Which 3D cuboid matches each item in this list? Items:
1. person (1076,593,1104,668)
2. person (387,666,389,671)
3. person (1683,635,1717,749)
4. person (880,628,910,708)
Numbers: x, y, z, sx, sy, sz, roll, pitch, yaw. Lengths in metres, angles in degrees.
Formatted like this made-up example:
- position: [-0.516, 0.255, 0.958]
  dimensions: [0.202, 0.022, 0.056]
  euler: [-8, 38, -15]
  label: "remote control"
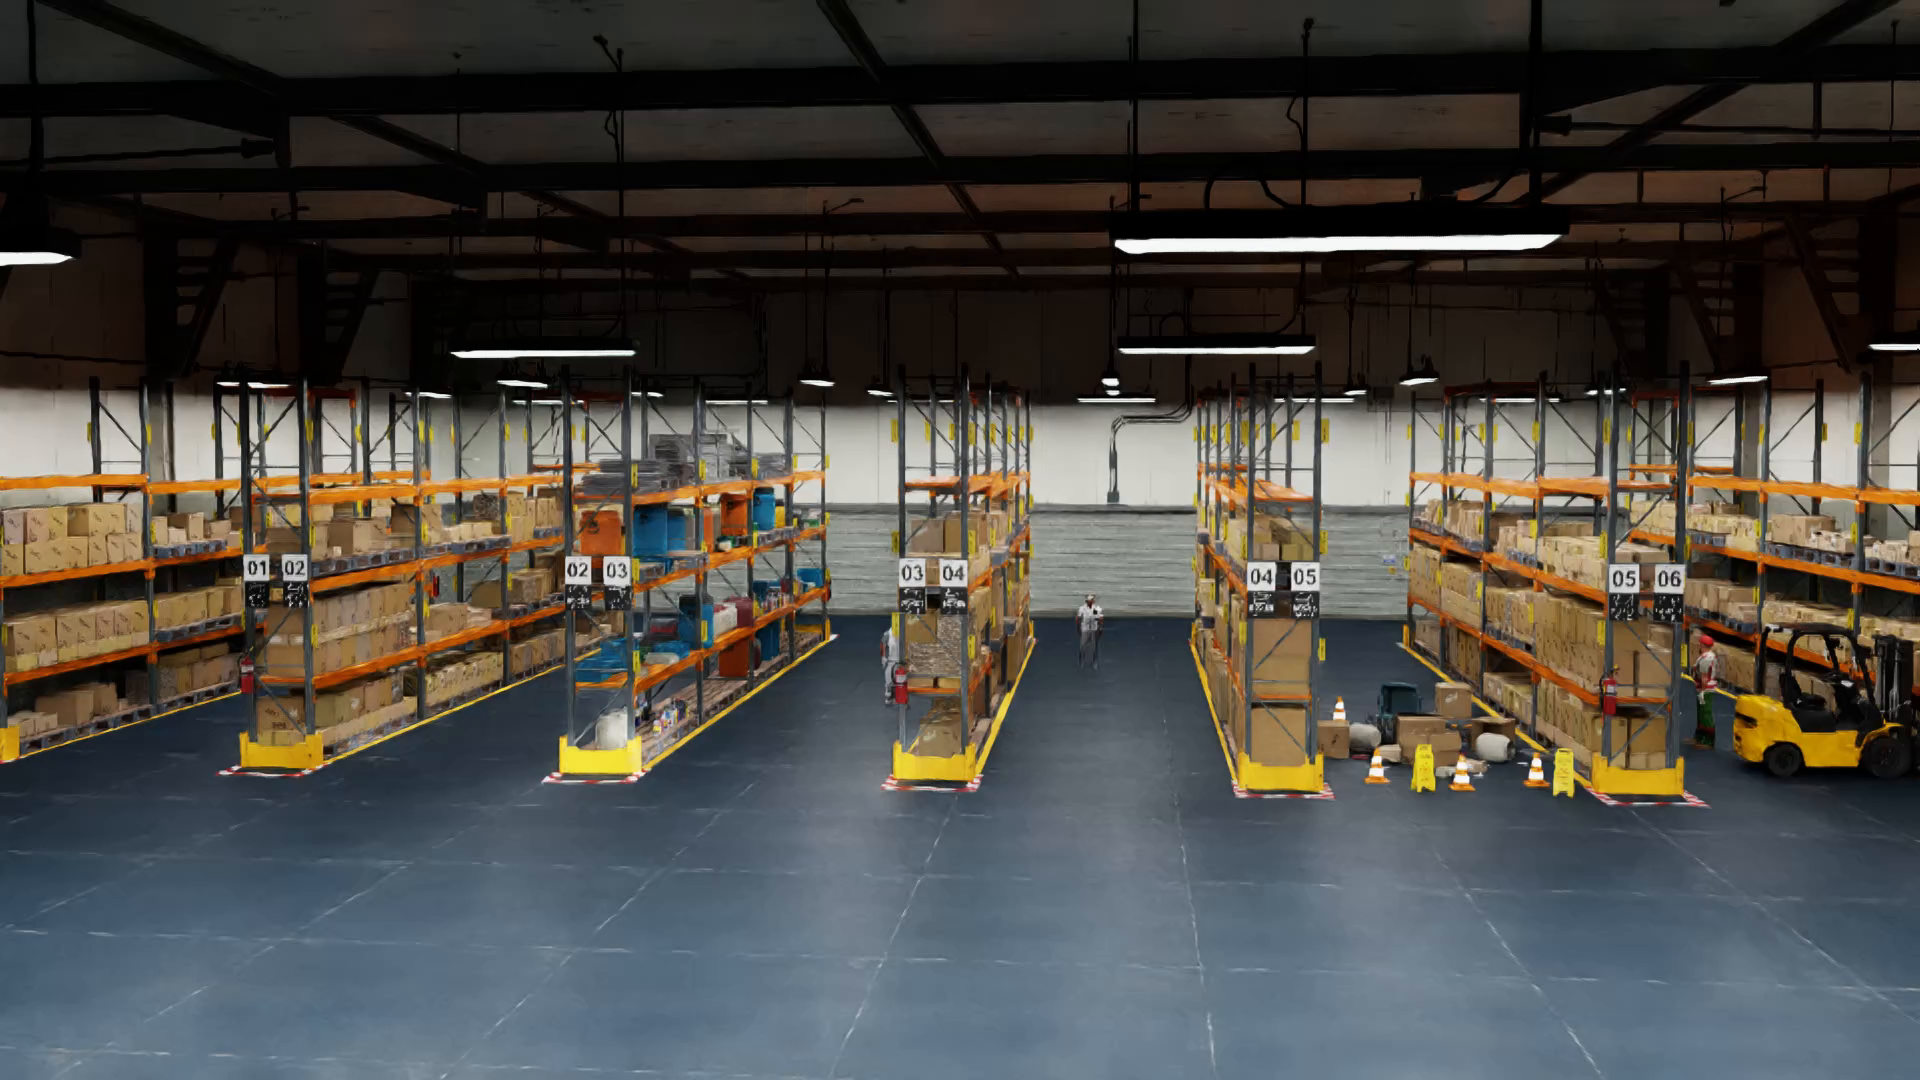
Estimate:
- position: [2.759, 1.931, 35.400]
  dimensions: [0.592, 1.618, 0.532]
  euler: [0, 4, 3]
  label: "person"
- position: [-11.467, 2.108, 32.869]
  dimensions: [0.479, 1.544, 1.090]
  euler: [0, 4, 8]
  label: "person"
- position: [11.767, 2.397, 26.415]
  dimensions: [0.492, 1.786, 0.606]
  euler: [3, 4, 35]
  label: "person"
- position: [-1.120, 2.206, 30.164]
  dimensions: [0.677, 1.741, 0.552]
  euler: [0, 4, 5]
  label: "person"
